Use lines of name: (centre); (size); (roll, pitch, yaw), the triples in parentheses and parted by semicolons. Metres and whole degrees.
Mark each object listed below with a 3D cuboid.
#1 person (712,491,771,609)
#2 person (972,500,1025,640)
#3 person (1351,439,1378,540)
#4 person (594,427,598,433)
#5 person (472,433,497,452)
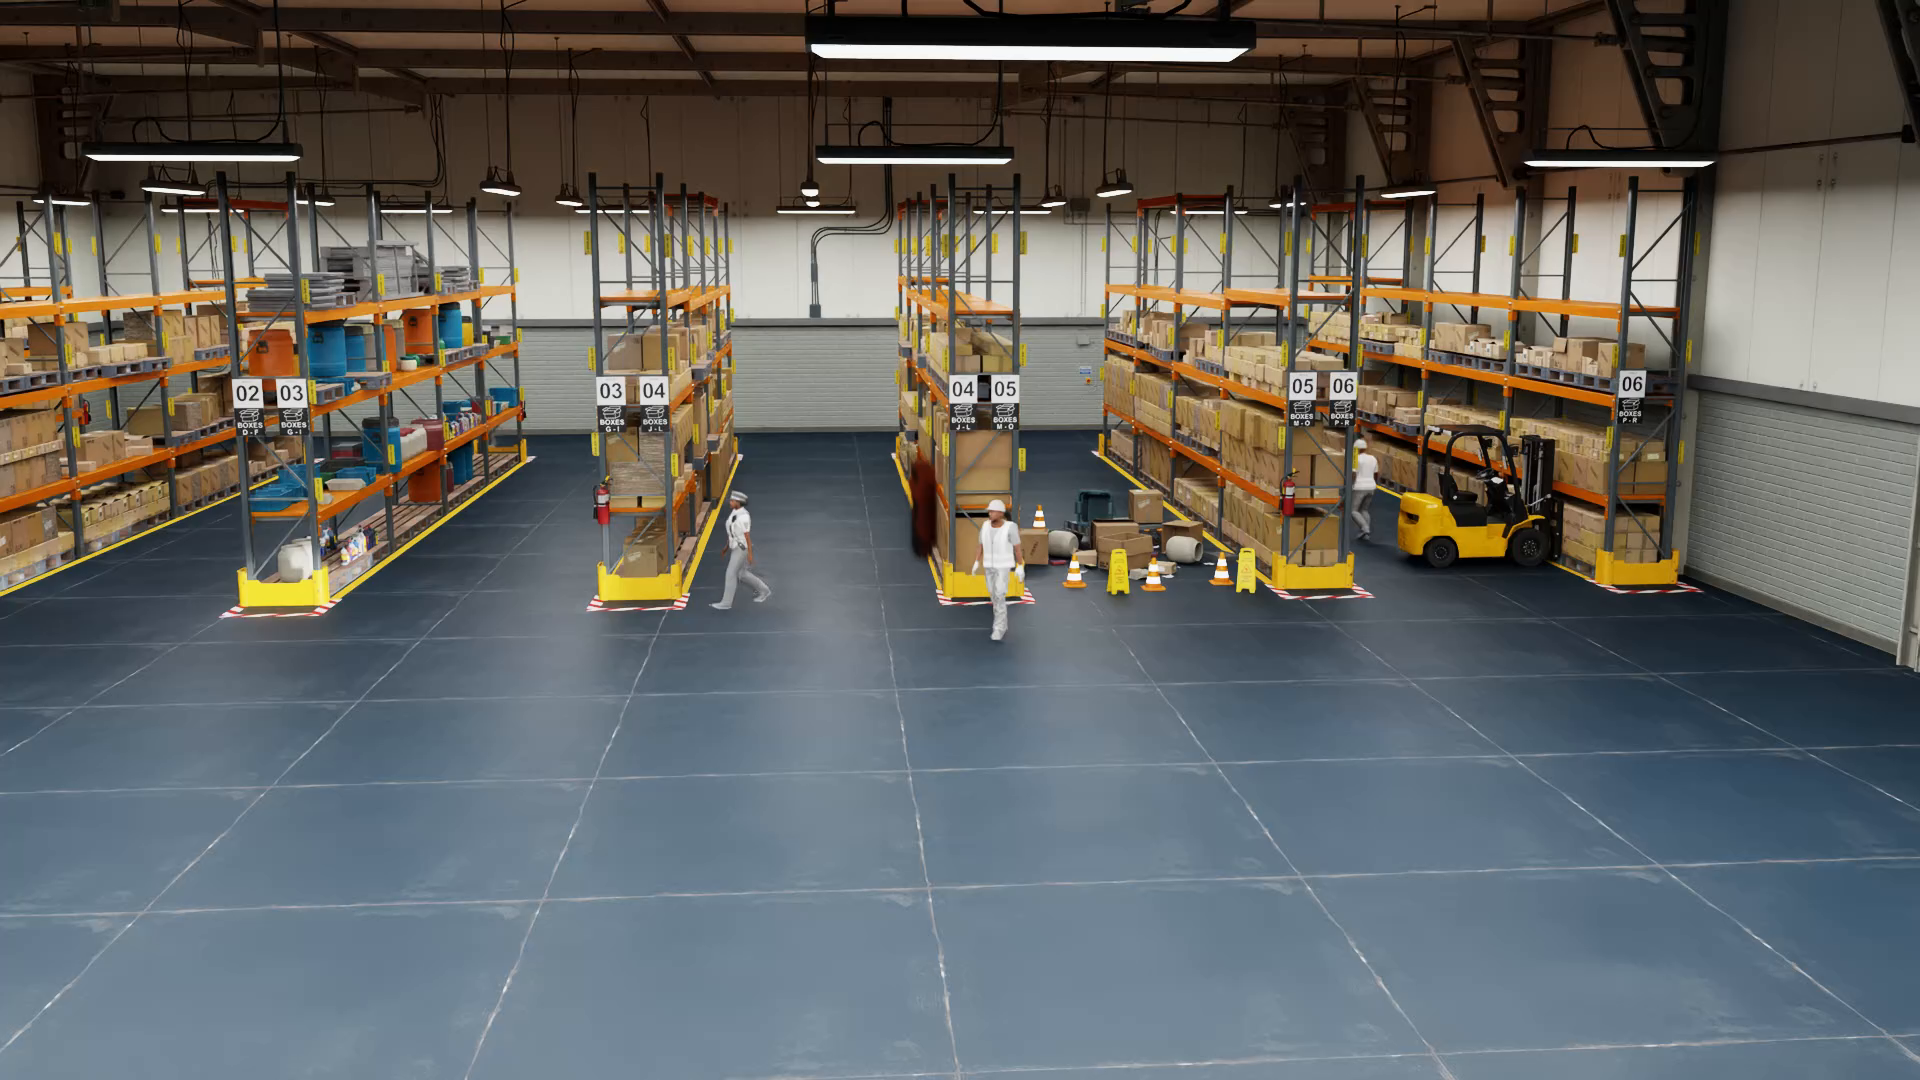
person: (-3.071, 0.121, 23.251); (0.900, 1.650, 0.488); (-3, 11, -19)
person: (0.426, 0.379, 21.415); (0.624, 1.772, 0.821); (7, 12, 33)
person: (6.967, -0.861, 28.694); (0.658, 1.715, 0.694); (-5, 11, -24)
person: (-7.173, -1.787, 34.037); (0.652, 1.675, 0.677); (1, 10, 5)
person: (-11.724, -2.988, 40.864); (0.455, 1.608, 1.059); (5, 11, 25)
